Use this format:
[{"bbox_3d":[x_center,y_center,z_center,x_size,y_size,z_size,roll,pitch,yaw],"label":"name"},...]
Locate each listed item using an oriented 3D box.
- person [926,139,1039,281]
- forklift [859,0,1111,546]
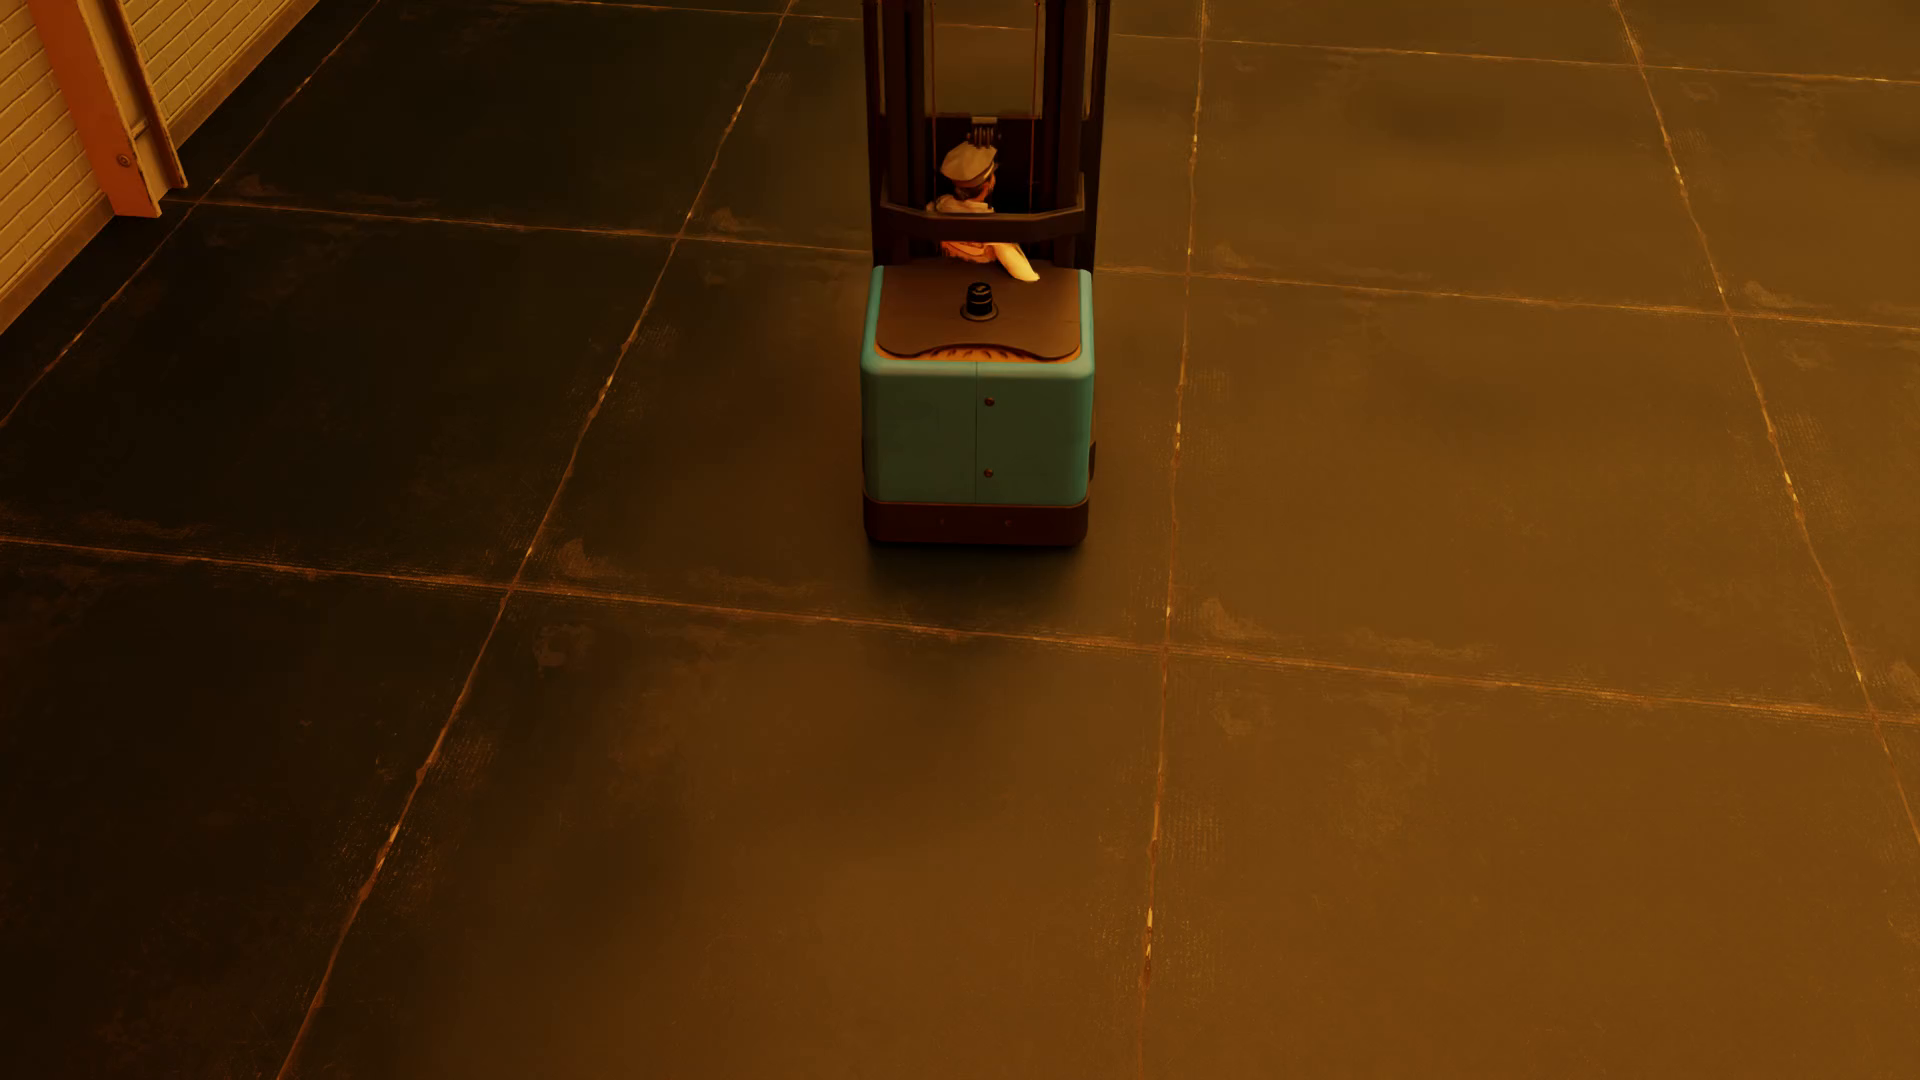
[{"bbox_3d":[0.166,-1.221,8.037,0.580,1.619,0.835,-32,51,-30],"label":"person"},{"bbox_3d":[0.125,-2.032,7.936,1.130,2.935,3.031,1,43,2],"label":"forklift"}]
